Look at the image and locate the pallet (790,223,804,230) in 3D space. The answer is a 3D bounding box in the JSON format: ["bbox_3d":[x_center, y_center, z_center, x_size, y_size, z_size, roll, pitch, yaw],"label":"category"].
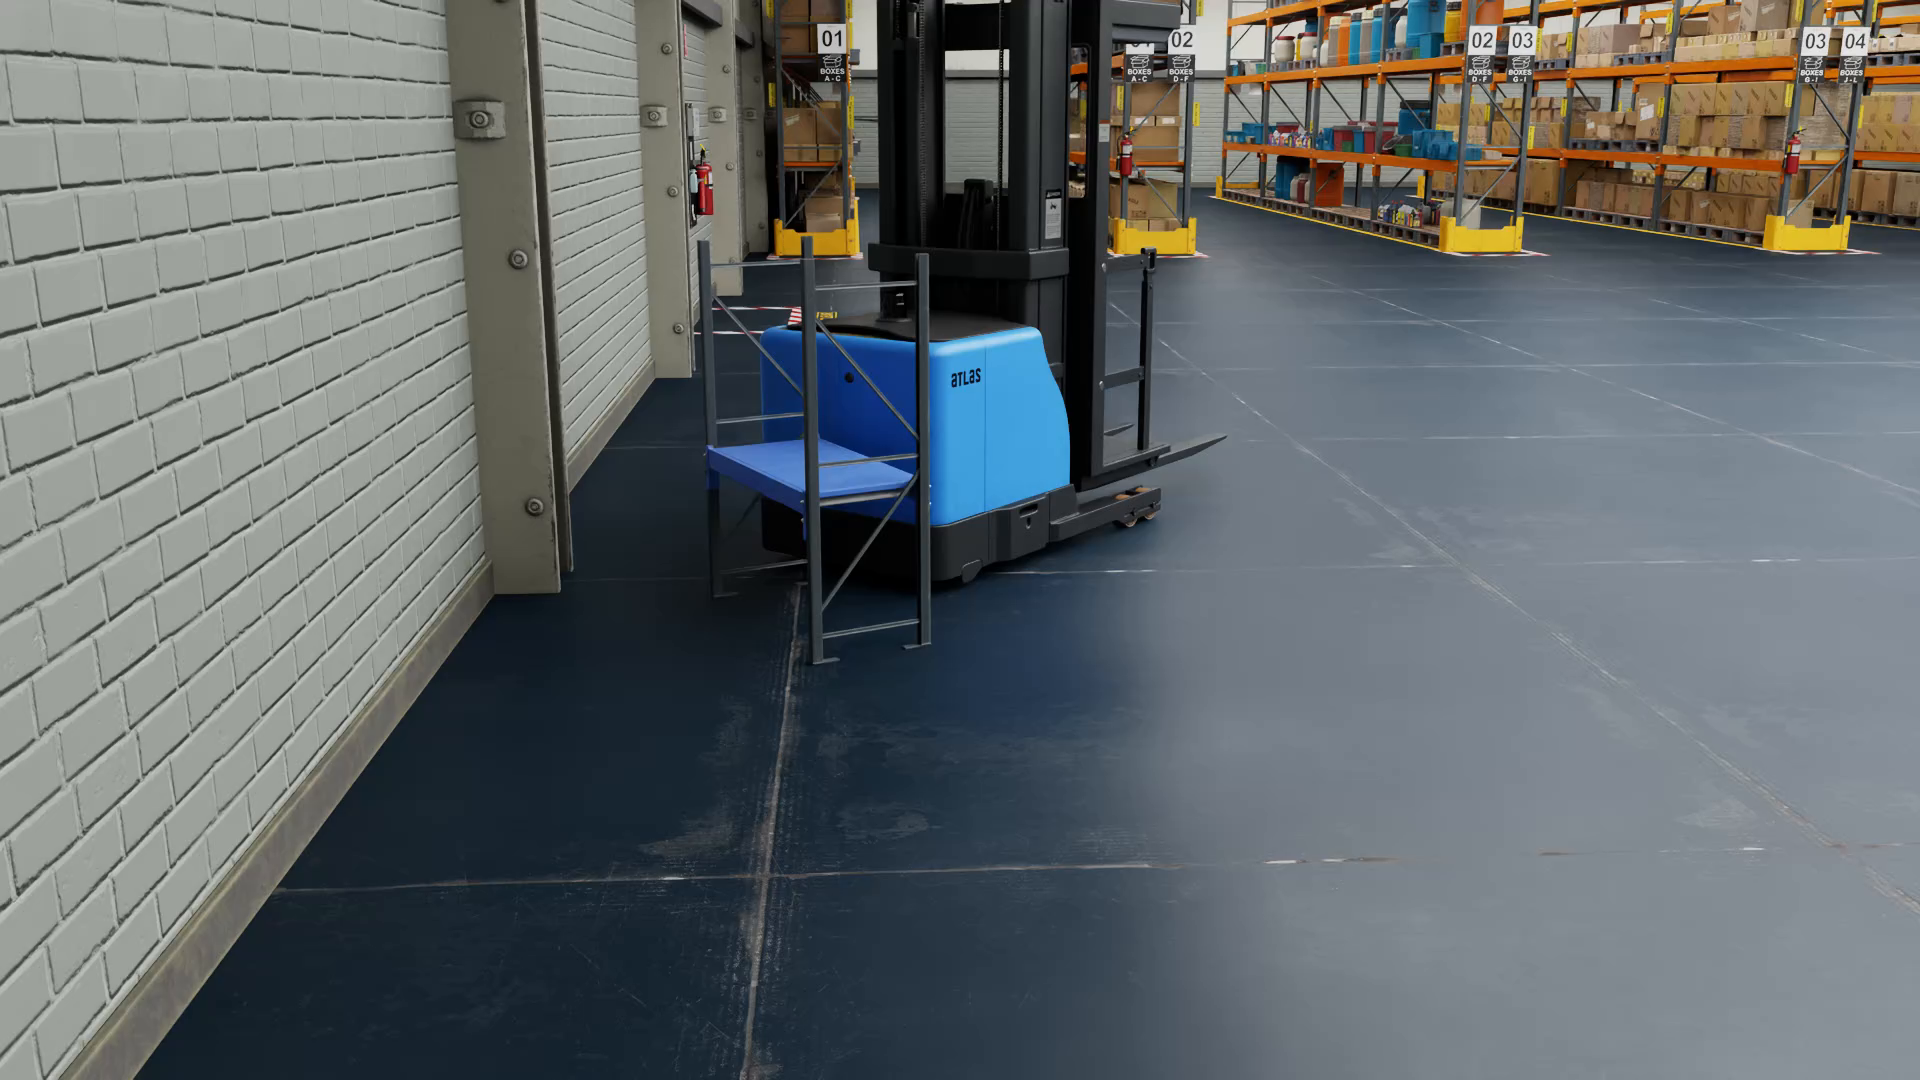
[{"bbox_3d":[-2.270,-5.066,27.293,1.003,0.211,1.213,-1,14,-3],"label":"pallet"}]

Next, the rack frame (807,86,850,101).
[{"bbox_3d":[-3.090,-9.567,39.191,1.000,3.000,0.127,-1,14,-3],"label":"rack frame"}]

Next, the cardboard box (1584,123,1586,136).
[{"bbox_3d":[12.478,-7.981,32.824,0.500,0.500,0.500,0,14,-2],"label":"cardboard box"}]

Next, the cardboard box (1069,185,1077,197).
[{"bbox_3d":[2.219,-6.154,29.473,0.500,0.311,0.500,-1,14,-4],"label":"cardboard box"}]

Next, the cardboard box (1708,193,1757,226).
[{"bbox_3d":[12.630,-5.410,27.205,0.500,0.500,0.500,-2,15,-8],"label":"cardboard box"}]

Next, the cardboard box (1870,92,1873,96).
[{"bbox_3d":[21.444,-10.381,38.845,0.380,0.149,0.250,-1,14,-3],"label":"cardboard box"}]

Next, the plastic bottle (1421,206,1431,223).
[{"bbox_3d":[7.735,-5.418,27.647,0.152,0.276,0.135,-1,14,-3],"label":"plastic bottle"}]

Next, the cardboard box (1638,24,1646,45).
[{"bbox_3d":[12.574,-9.185,30.481,0.500,0.500,0.500,-1,14,-2],"label":"cardboard box"}]

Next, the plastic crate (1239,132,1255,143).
[{"bbox_3d":[6.585,-9.200,37.978,0.416,0.233,0.300,-1,14,-3],"label":"plastic crate"}]

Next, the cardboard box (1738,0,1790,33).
[{"bbox_3d":[12.384,-8.087,25.615,0.500,0.500,0.500,-1,14,-3],"label":"cardboard box"}]

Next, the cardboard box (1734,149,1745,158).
[{"bbox_3d":[12.415,-6.074,26.119,0.380,0.149,0.250,-1,14,-3],"label":"cardboard box"}]

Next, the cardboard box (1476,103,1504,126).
[{"bbox_3d":[11.694,-9.347,36.533,0.500,0.500,0.500,0,14,-2],"label":"cardboard box"}]

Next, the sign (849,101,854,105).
[{"bbox_3d":[-2.053,-8.111,31.366,0.100,0.325,0.005,-1,14,-3],"label":"sign"}]

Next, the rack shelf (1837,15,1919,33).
[{"bbox_3d":[21.756,-11.816,38.136,1.077,0.370,4.000,-1,14,-3],"label":"rack shelf"}]

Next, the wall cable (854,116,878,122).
[{"bbox_3d":[-3.084,-12.381,44.319,3.097,2.526,0.112,-1,14,-3],"label":"wall cable"}]

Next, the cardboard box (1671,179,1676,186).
[{"bbox_3d":[16.596,-8.221,38.240,0.380,0.149,0.250,-2,15,-6],"label":"cardboard box"}]

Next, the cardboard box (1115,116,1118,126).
[{"bbox_3d":[2.568,-6.377,25.288,0.380,0.149,0.250,0,14,-2],"label":"cardboard box"}]

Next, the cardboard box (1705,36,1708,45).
[{"bbox_3d":[12.336,-8.107,26.995,0.380,0.149,0.250,0,14,-2],"label":"cardboard box"}]

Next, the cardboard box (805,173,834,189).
[{"bbox_3d":[-2.440,-6.241,28.891,0.500,0.250,0.500,-1,14,-5],"label":"cardboard box"}]

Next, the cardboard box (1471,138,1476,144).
[{"bbox_3d":[11.611,-8.879,37.020,0.380,0.149,0.250,-1,14,-4],"label":"cardboard box"}]

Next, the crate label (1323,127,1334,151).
[{"bbox_3d":[7.085,-7.497,31.072,0.502,0.435,0.616,-1,14,-3],"label":"crate label"}]

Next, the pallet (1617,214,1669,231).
[{"bbox_3d":[12.435,-5.656,29.584,1.003,0.211,1.213,-1,14,-3],"label":"pallet"}]

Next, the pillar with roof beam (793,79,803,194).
[{"bbox_3d":[0.176,-13.197,41.260,9.100,9.000,0.400,-1,14,-3],"label":"pillar with roof beam"}]

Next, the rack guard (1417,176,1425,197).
[{"bbox_3d":[11.740,-8.592,40.418,1.175,0.500,0.348,-1,14,-3],"label":"rack guard"}]

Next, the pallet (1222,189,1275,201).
[{"bbox_3d":[6.810,-8.164,39.334,1.003,0.211,1.213,-1,14,-3],"label":"pallet"}]

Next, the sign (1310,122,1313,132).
[{"bbox_3d":[7.595,-8.868,35.916,0.100,0.325,0.005,-1,14,-3],"label":"sign"}]

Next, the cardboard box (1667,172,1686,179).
[{"bbox_3d":[16.510,-8.372,38.230,0.380,0.149,0.250,-1,14,-5],"label":"cardboard box"}]

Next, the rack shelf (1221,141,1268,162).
[{"bbox_3d":[6.922,-8.875,37.942,1.077,0.370,4.000,-1,14,-3],"label":"rack shelf"}]

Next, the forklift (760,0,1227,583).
[{"bbox_3d":[0.365,-1.545,8.149,1.130,2.935,3.031,10,18,35],"label":"forklift"}]

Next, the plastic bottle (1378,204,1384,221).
[{"bbox_3d":[7.124,-5.542,28.137,0.097,0.271,0.097,0,14,0],"label":"plastic bottle"}]

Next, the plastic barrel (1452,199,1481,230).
[{"bbox_3d":[7.672,-4.902,25.210,0.421,0.512,0.421,0,14,0],"label":"plastic barrel"}]

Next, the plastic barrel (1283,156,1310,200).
[{"bbox_3d":[7.106,-7.601,34.917,0.600,0.901,0.708,-1,14,-3],"label":"plastic barrel"}]

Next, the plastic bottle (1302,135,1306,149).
[{"bbox_3d":[6.827,-7.897,32.958,0.097,0.271,0.097,0,14,0],"label":"plastic bottle"}]

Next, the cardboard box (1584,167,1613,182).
[{"bbox_3d":[12.308,-7.007,31.868,0.500,0.250,0.500,0,14,-1],"label":"cardboard box"}]

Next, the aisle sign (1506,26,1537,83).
[{"bbox_3d":[8.086,-6.987,23.944,0.394,0.787,0.004,-1,14,-3],"label":"aisle sign"}]

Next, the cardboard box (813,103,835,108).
[{"bbox_3d":[-2.508,-7.988,30.669,0.380,0.149,0.250,-3,15,-13],"label":"cardboard box"}]

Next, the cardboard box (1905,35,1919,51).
[{"bbox_3d":[17.145,-8.799,29.444,0.500,0.250,0.500,-1,14,-4],"label":"cardboard box"}]

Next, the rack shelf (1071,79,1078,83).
[{"bbox_3d":[1.978,-10.252,37.275,1.077,0.370,4.000,-1,14,-3],"label":"rack shelf"}]

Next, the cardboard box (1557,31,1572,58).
[{"bbox_3d":[12.127,-9.664,32.497,0.797,0.503,0.637,0,14,0],"label":"cardboard box"}]

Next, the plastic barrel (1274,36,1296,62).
[{"bbox_3d":[6.828,-10.313,34.953,0.433,0.535,0.433,0,14,0],"label":"plastic barrel"}]

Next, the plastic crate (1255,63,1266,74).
[{"bbox_3d":[6.671,-10.319,36.427,0.416,0.233,0.300,-1,14,-3],"label":"plastic crate"}]

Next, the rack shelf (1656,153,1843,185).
[{"bbox_3d":[12.609,-5.967,26.640,1.077,0.370,4.000,-1,14,-3],"label":"rack shelf"}]

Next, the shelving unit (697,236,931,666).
[{"bbox_3d":[-0.588,-0.401,6.574,0.538,1.500,1.048,-8,16,-28],"label":"shelving unit"}]

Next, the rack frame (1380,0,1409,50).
[{"bbox_3d":[7.541,-9.641,27.439,1.000,3.000,0.127,-1,14,-3],"label":"rack frame"}]

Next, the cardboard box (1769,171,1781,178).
[{"bbox_3d":[16.847,-7.506,33.849,0.500,0.250,0.500,-1,14,-3],"label":"cardboard box"}]

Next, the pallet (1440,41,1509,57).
[{"bbox_3d":[7.836,-7.310,24.776,1.003,0.211,1.213,-1,14,-3],"label":"pallet"}]

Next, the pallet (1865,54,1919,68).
[{"bbox_3d":[17.359,-8.783,30.500,1.003,0.211,1.213,0,14,-1],"label":"pallet"}]

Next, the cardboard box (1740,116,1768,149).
[{"bbox_3d":[12.575,-6.270,25.577,0.875,0.500,0.500,-1,14,-3],"label":"cardboard box"}]

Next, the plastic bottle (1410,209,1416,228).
[{"bbox_3d":[7.212,-5.118,26.465,0.061,0.283,0.133,-1,14,-2],"label":"plastic bottle"}]

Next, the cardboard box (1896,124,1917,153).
[{"bbox_3d":[17.111,-7.164,29.648,0.500,0.500,0.500,-1,14,-4],"label":"cardboard box"}]
